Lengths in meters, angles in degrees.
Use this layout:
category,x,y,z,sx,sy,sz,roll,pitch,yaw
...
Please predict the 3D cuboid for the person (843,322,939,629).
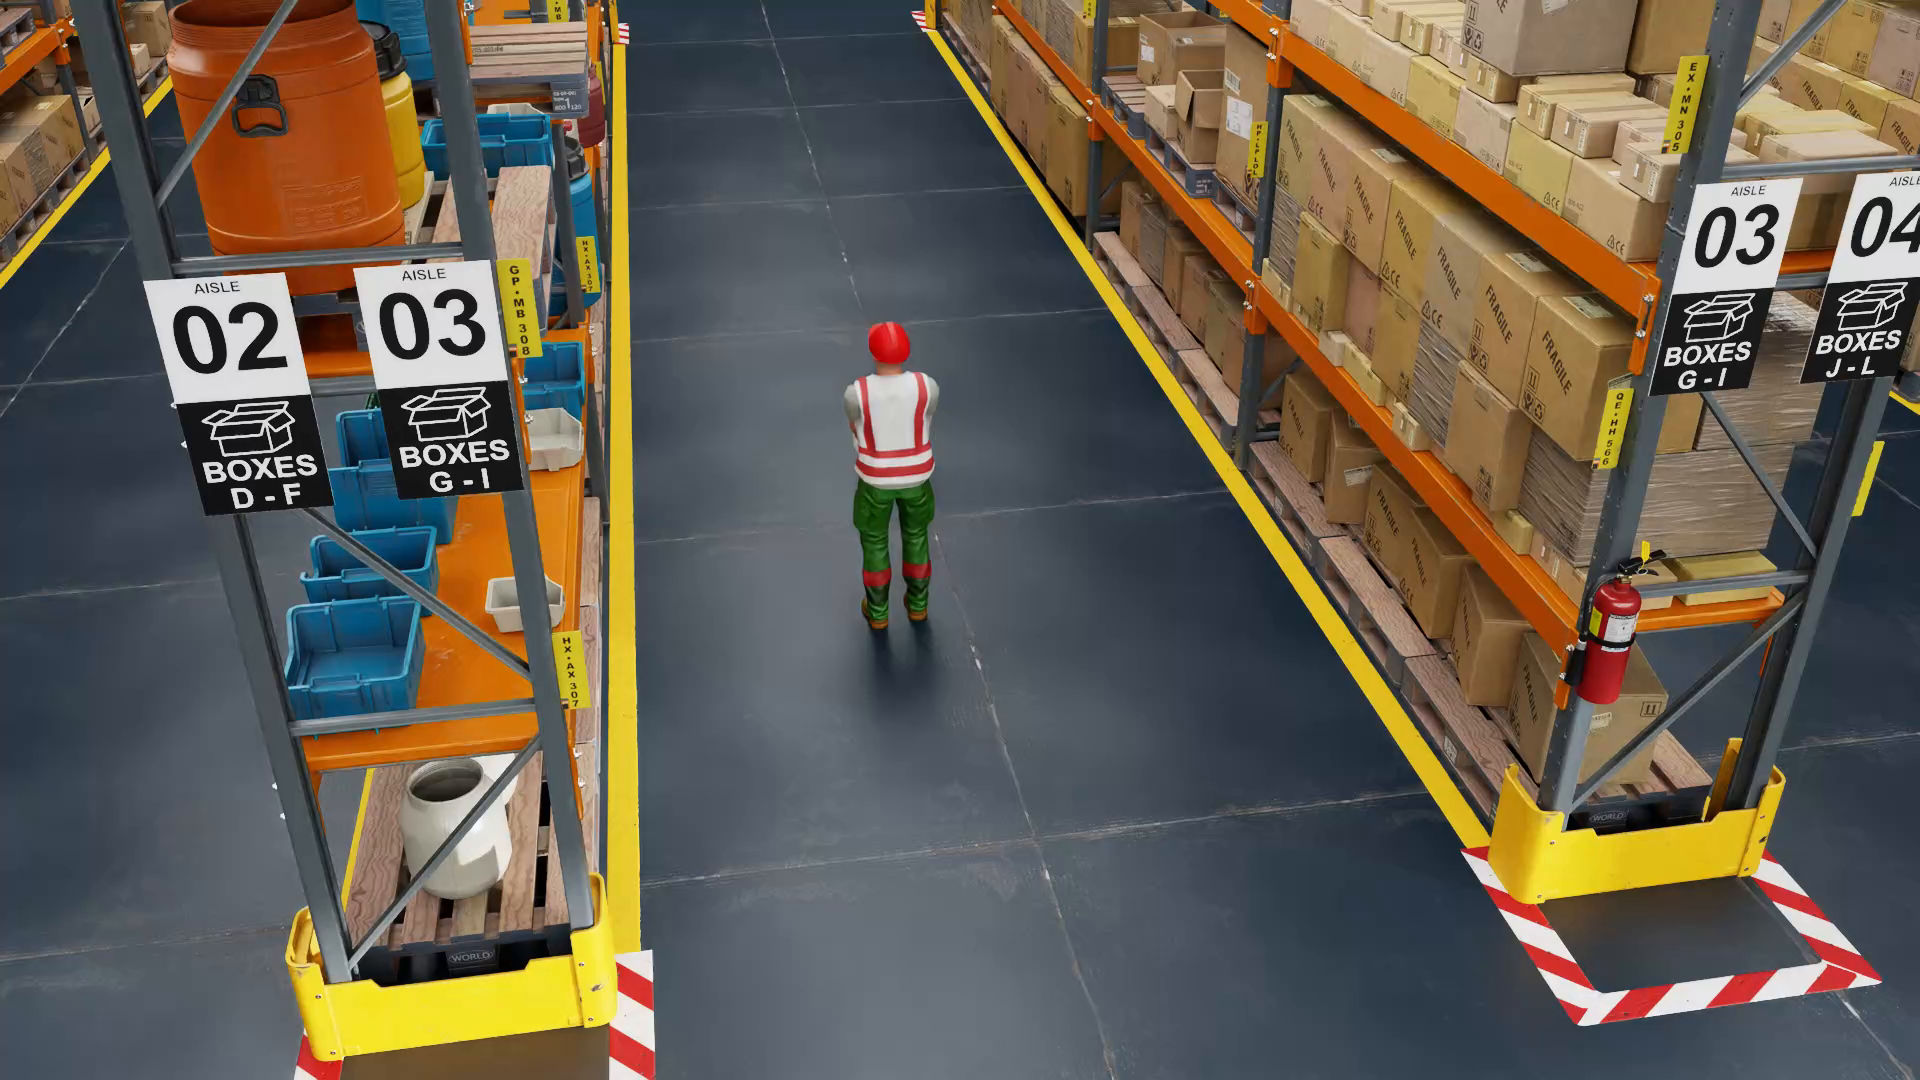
category,x,y,z,sx,sy,sz,roll,pitch,yaw
person,-0.370,-0.386,8.779,0.493,1.782,0.572,-5,31,-9
